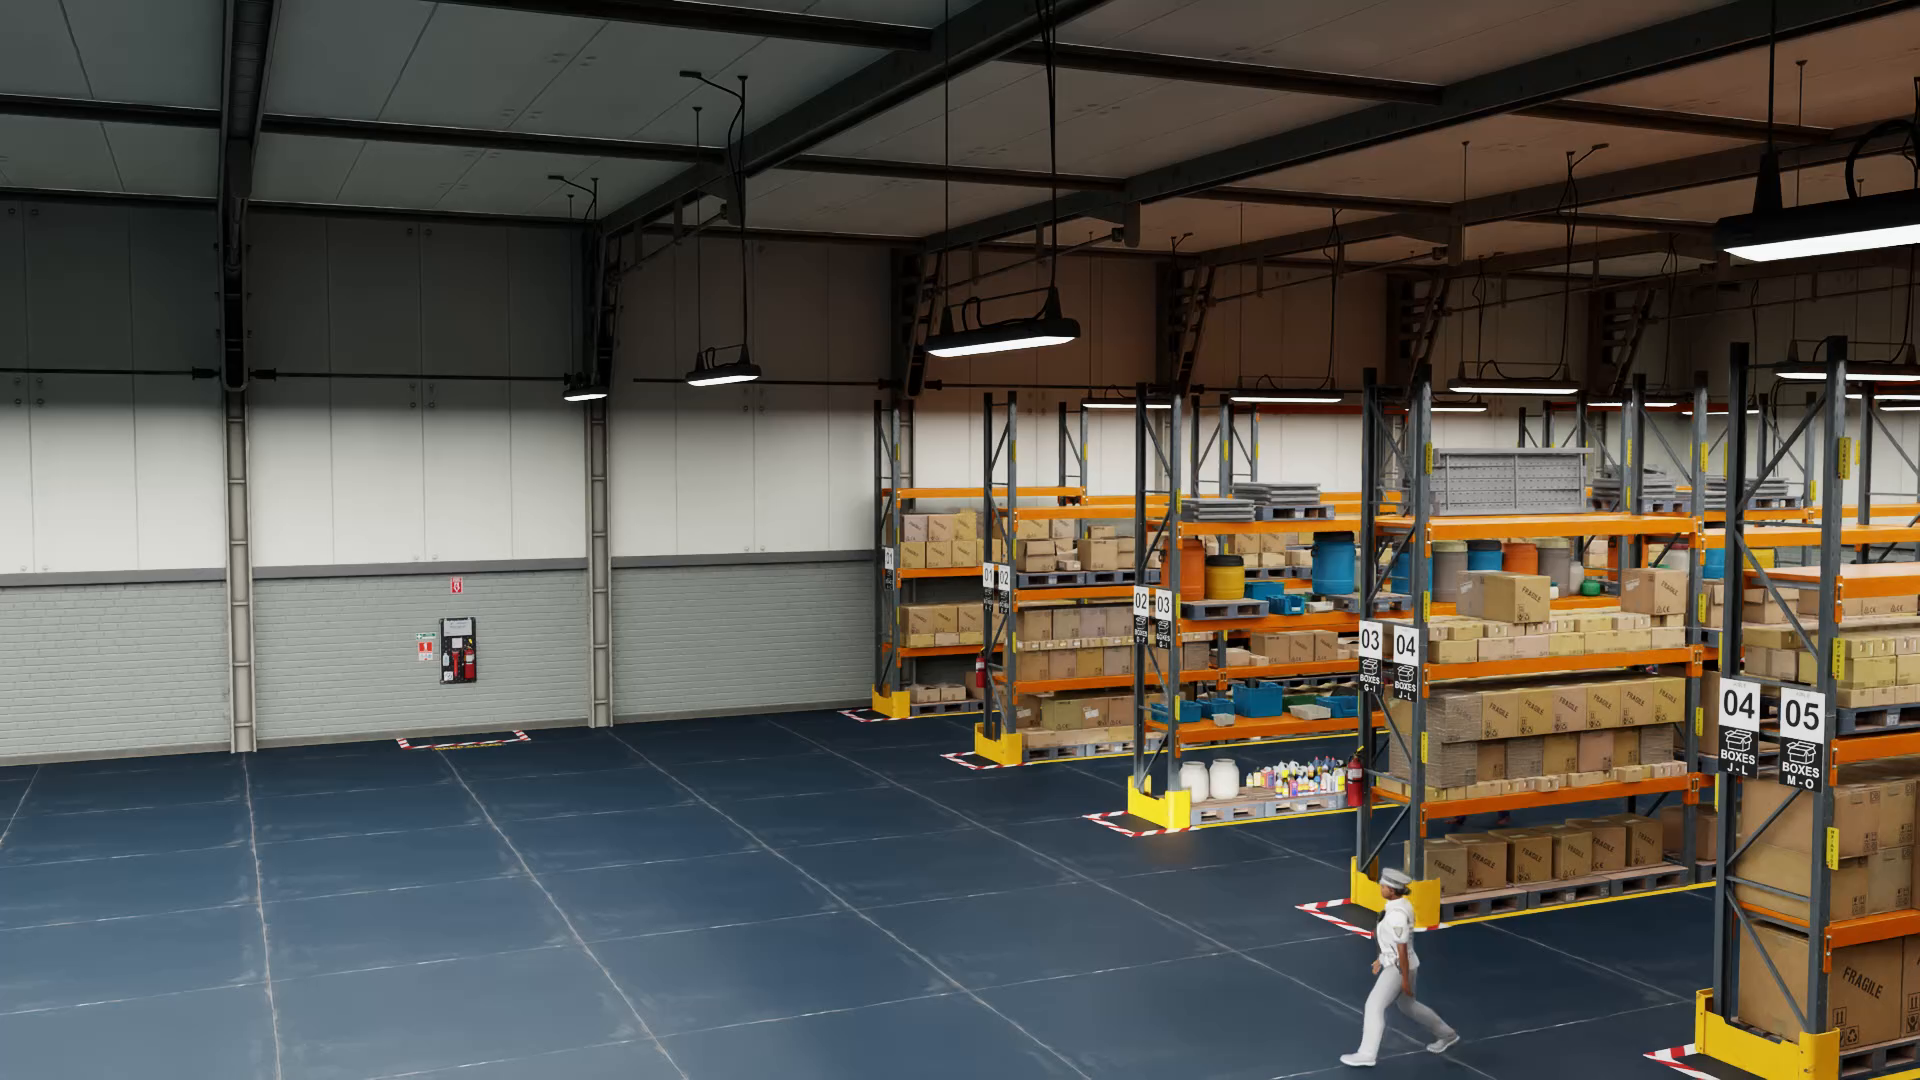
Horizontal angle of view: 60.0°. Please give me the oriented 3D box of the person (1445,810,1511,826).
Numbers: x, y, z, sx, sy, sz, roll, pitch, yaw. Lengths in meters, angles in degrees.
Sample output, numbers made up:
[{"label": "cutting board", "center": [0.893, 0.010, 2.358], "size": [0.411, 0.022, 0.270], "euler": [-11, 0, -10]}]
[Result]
[{"label": "person", "center": [6.973, 3.046, 22.291], "size": [0.982, 1.593, 0.505], "euler": [-2, 4, -28]}]

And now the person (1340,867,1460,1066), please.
[{"label": "person", "center": [3.664, 3.525, 13.790], "size": [1.016, 1.625, 0.512], "euler": [0, 3, 3]}]
